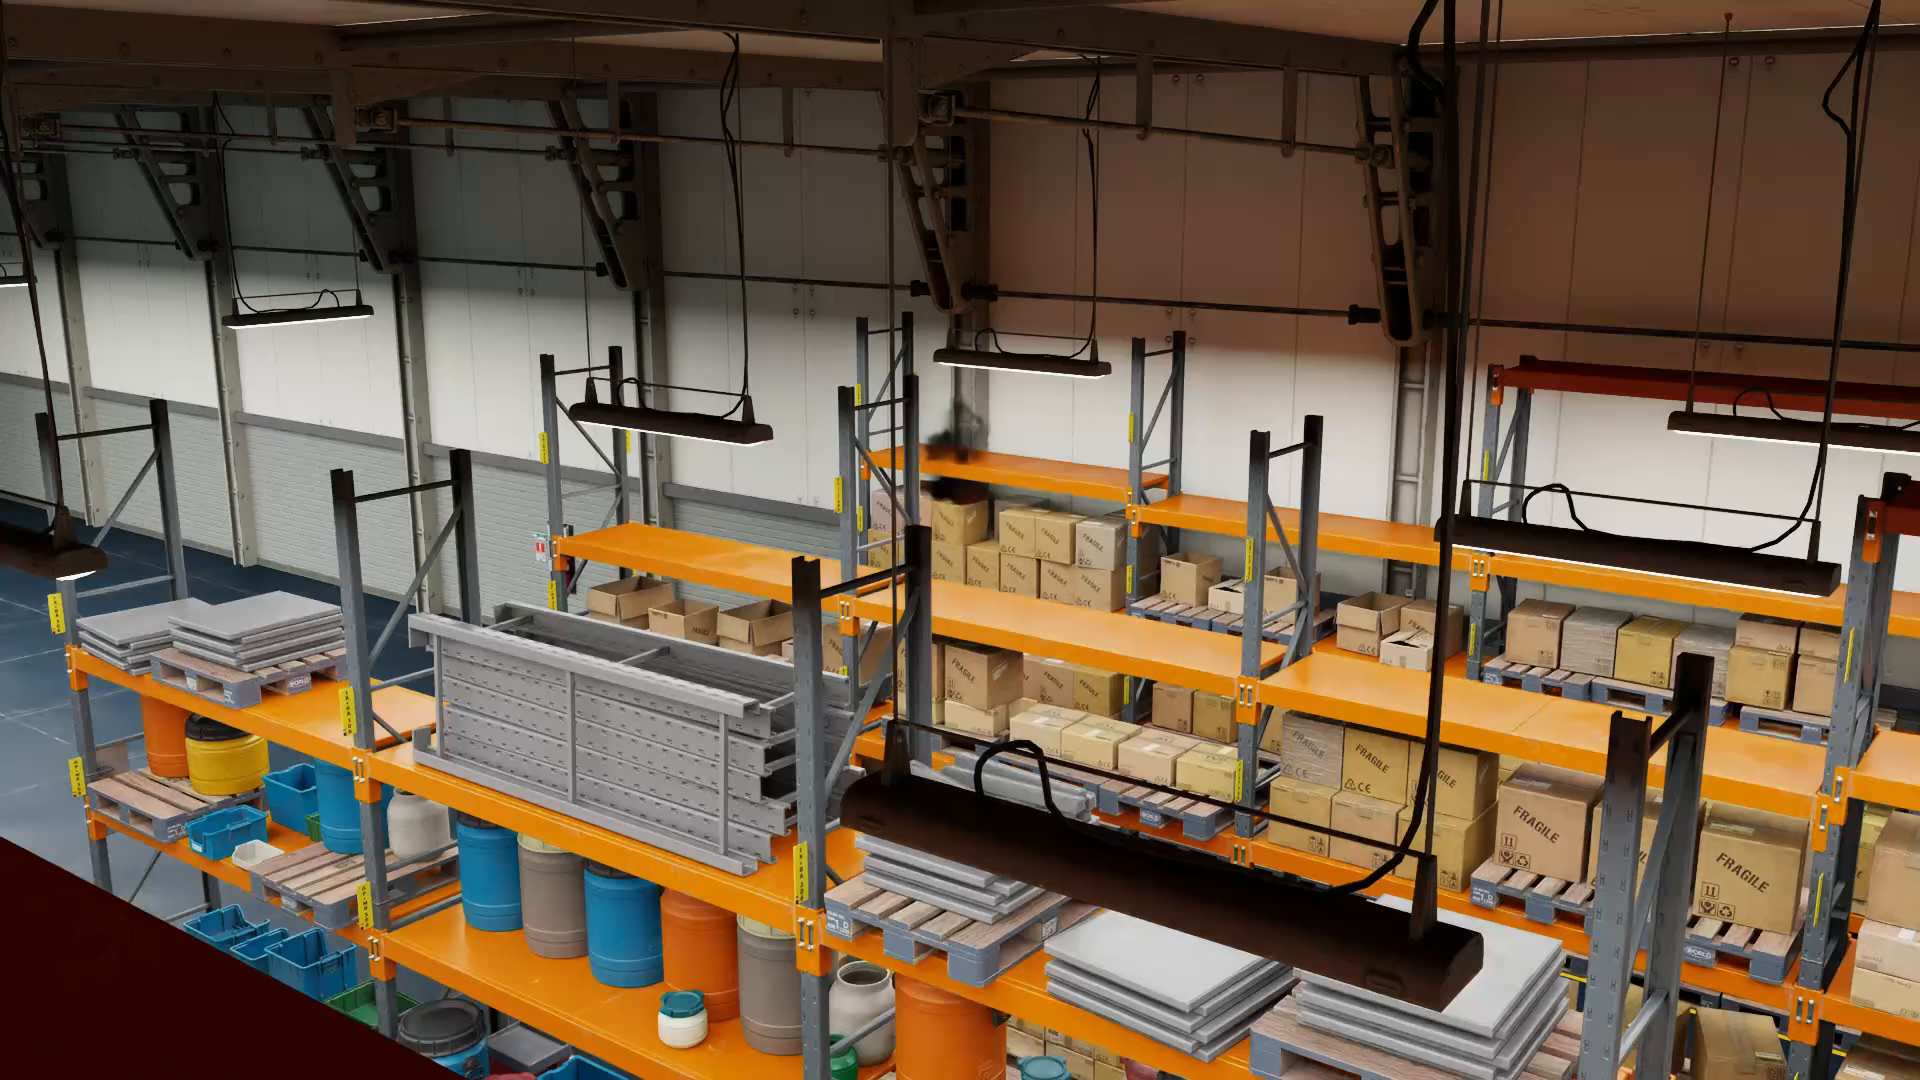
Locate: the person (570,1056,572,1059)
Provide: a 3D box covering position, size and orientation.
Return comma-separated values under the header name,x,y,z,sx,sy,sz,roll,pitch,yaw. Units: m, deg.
name,x,y,z,sx,sy,sz,roll,pitch,yaw
person,-3.385,3.992,14.194,0.780,1.748,0.663,6,14,25
